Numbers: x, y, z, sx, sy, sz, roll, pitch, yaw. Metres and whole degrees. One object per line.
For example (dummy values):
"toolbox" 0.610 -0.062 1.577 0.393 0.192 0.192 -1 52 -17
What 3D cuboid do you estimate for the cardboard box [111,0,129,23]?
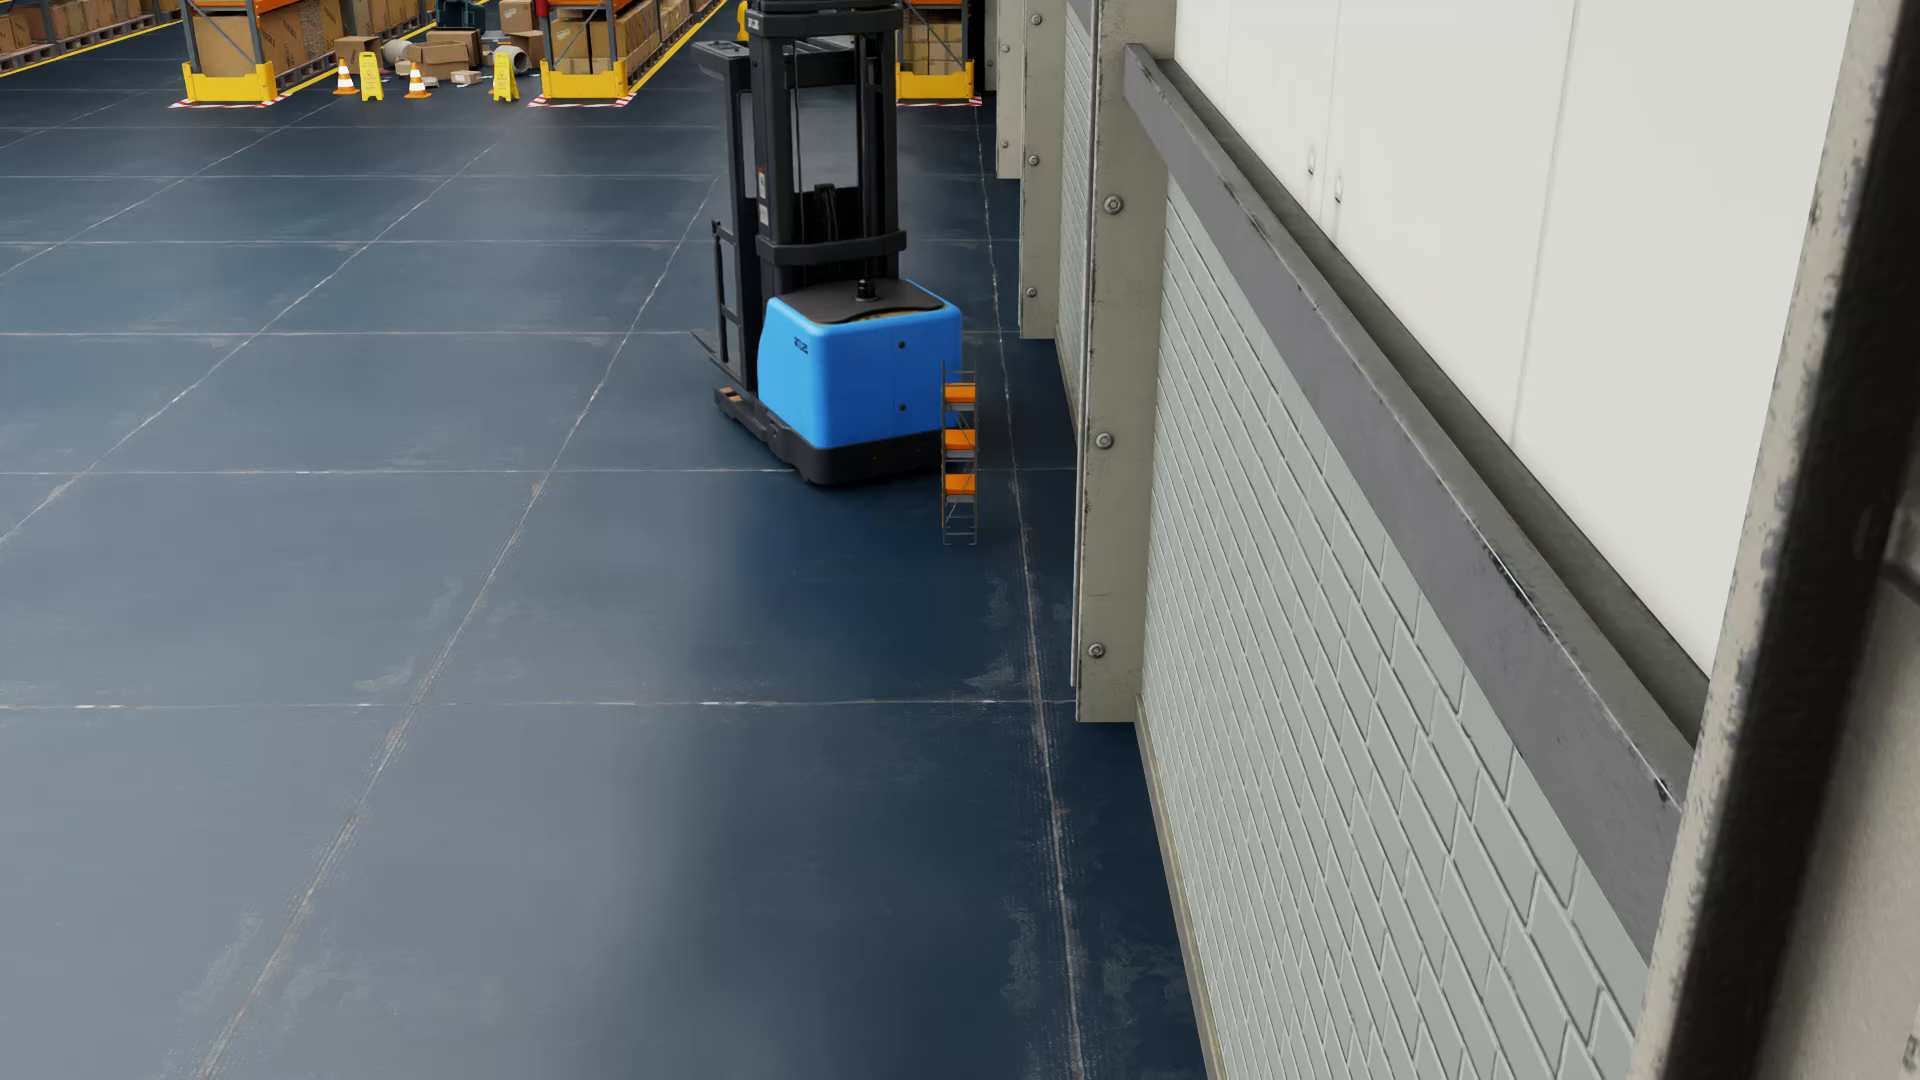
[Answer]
"cardboard box" -15.301 -9.501 29.617 0.700 0.500 0.500 -2 24 -5

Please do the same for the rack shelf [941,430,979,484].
"rack shelf" -0.001 -0.491 9.587 0.215 0.259 0.240 0 24 -1

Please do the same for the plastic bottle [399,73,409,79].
"plastic bottle" -8.458 -7.054 25.272 0.133 0.061 0.283 -9 26 -19

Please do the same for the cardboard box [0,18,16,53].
"cardboard box" -15.326 -7.947 26.206 0.500 0.500 0.500 8 25 16

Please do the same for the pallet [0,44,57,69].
"pallet" -15.261 -7.749 26.627 1.003 0.211 1.213 0 24 -1

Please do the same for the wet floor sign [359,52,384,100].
"wet floor sign" -8.319 -6.553 23.455 0.267 0.644 0.232 -4 25 -10

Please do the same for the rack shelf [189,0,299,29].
"rack shelf" -10.321 -8.125 24.947 1.077 0.370 4.000 0 24 -1

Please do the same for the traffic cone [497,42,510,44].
"traffic cone" -7.811 -8.804 28.655 0.336 0.463 0.334 0 24 -1

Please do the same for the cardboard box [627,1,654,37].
"cardboard box" -5.112 -8.168 26.088 0.500 0.500 0.500 0 24 0

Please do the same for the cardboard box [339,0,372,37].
"cardboard box" -10.440 -8.698 27.563 1.050 0.750 0.750 0 24 -1

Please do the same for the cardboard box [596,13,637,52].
"cardboard box" -5.094 -7.531 24.679 0.500 0.500 0.500 -1 24 -3

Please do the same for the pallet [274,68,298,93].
"pallet" -10.386 -6.687 24.279 1.003 0.211 1.213 0 24 -1

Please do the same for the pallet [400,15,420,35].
"pallet" -10.453 -9.329 30.121 1.003 0.211 1.213 0 24 -1

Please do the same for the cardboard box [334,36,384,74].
"cardboard box" -9.300 -7.504 25.731 0.500 0.500 0.500 4 25 9

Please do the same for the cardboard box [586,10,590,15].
"cardboard box" -5.691 -7.851 24.600 0.380 0.149 0.250 0 24 0

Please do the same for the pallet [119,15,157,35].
"pallet" -15.340 -9.352 30.171 1.003 0.211 1.213 0 24 -1

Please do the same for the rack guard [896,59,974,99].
"rack guard" -0.387 -6.567 23.664 1.175 0.500 0.348 0 24 -1

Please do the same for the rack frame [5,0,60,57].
"rack frame" -15.304 -9.296 26.664 1.000 3.000 0.127 0 24 -1

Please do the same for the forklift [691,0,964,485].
"forklift" -1.086 -2.250 11.168 1.130 2.935 3.031 -12 27 -24

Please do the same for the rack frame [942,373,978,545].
"rack frame" 0.001 -0.450 9.471 0.200 1.050 0.008 0 24 -1

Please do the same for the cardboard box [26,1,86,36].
"cardboard box" -15.275 -8.807 28.082 0.700 0.500 0.500 0 24 -1

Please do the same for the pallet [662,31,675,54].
"pallet" -5.404 -8.391 28.046 1.003 0.211 1.213 0 24 -1

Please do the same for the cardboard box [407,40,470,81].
"cardboard box" -7.901 -7.267 25.207 0.797 0.503 0.637 -19 31 -36

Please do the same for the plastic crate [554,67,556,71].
"plastic crate" -6.197 -7.360 25.925 0.402 0.080 0.583 -9 26 -19

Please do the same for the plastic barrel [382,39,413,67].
"plastic barrel" -8.797 -7.642 26.133 0.512 0.421 0.421 19 30 35

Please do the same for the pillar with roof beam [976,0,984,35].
"pillar with roof beam" -3.864 -13.193 28.001 9.100 9.000 0.400 0 24 -1

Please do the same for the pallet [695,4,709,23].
"pallet" -5.371 -10.043 31.700 1.003 0.211 1.213 0 24 -1

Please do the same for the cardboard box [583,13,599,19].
"cardboard box" -5.629 -7.516 24.646 0.500 0.500 0.500 1 24 1

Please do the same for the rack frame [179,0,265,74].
"rack frame" -10.299 -7.628 22.976 1.000 3.000 0.127 0 24 -1

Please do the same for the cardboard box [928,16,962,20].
"cardboard box" -0.212 -7.515 24.339 0.500 0.250 0.500 0 24 0

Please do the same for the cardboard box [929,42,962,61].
"cardboard box" -0.185 -7.077 23.978 0.500 0.250 0.500 0 24 0

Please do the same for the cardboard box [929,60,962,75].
"cardboard box" -0.197 -6.858 24.100 0.500 0.250 0.500 0 24 0

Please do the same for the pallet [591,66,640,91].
"pallet" -5.325 -6.788 24.502 1.003 0.211 1.213 0 24 -1

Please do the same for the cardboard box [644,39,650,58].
"cardboard box" -5.102 -7.608 25.758 0.500 0.250 0.500 0 24 0

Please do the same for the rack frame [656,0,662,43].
"rack frame" -5.394 -9.340 26.762 1.000 3.000 0.127 0 24 -1

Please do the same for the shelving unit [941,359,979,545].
"shelving unit" -0.001 -0.500 9.582 0.215 1.050 0.252 0 24 -1

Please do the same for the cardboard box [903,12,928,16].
"cardboard box" -0.731 -7.717 24.786 0.500 0.250 0.500 0 24 0

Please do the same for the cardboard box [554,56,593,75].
"cardboard box" -5.629 -6.972 24.353 0.500 0.250 0.500 0 24 -1

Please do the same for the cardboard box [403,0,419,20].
"cardboard box" -10.470 -9.840 30.087 1.050 0.750 0.750 -1 24 -1

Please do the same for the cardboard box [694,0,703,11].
"cardboard box" -5.362 -10.497 31.388 0.875 0.875 0.875 0 24 -1

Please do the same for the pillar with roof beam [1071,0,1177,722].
"pillar with roof beam" -3.602 -3.304 6.135 9.100 9.000 0.400 0 24 -1

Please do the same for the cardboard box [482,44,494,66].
"cardboard box" -7.532 -7.749 26.562 0.258 0.266 0.396 -19 31 -36

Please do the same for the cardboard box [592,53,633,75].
"cardboard box" -5.083 -6.964 24.335 0.500 0.250 0.500 0 24 -1

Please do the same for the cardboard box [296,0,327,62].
"cardboard box" -10.392 -7.869 25.577 0.875 0.875 0.875 0 24 0

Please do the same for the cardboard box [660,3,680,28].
"cardboard box" -5.423 -9.133 28.983 0.950 0.372 0.625 1 24 1
